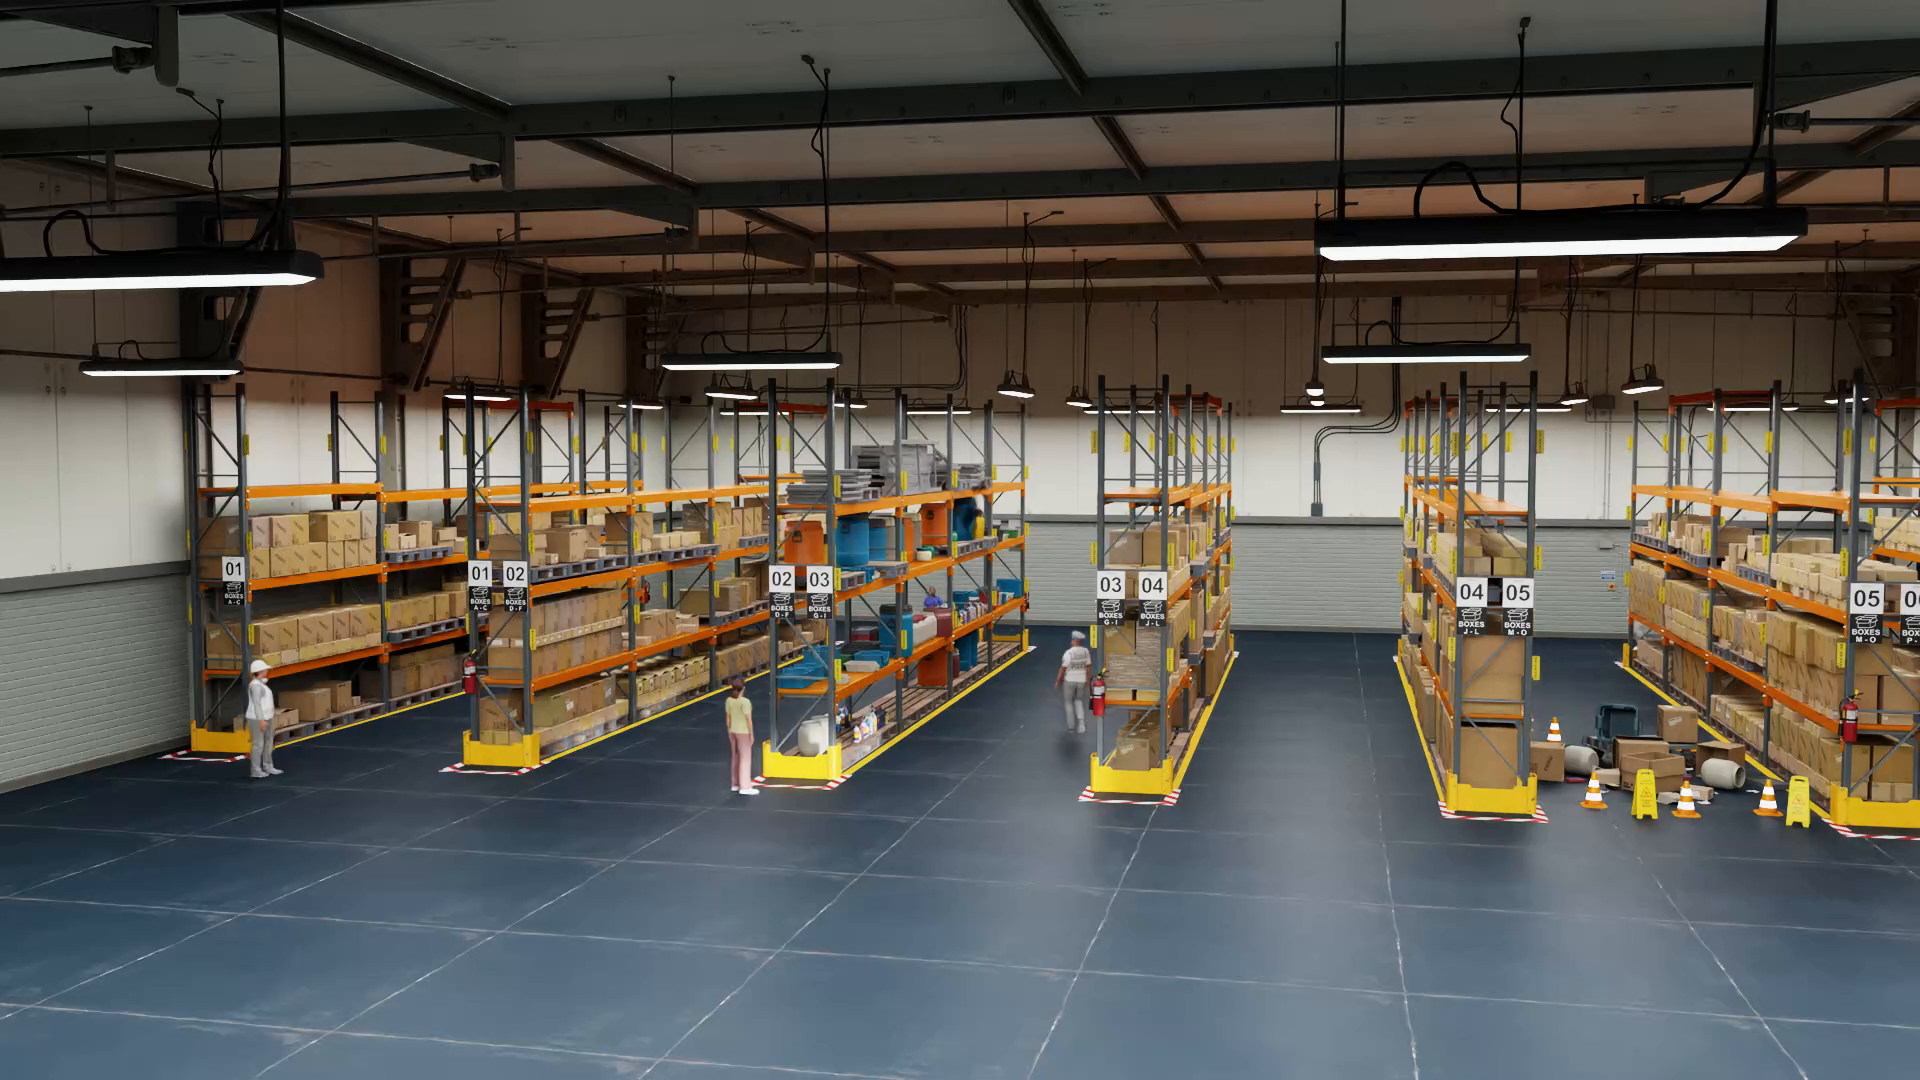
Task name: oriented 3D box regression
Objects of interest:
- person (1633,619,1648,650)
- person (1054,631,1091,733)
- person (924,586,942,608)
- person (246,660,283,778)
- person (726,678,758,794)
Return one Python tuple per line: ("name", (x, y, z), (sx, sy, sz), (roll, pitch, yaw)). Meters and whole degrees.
("person", (16.450, 1.847, 40.296), (0.462, 1.661, 0.442), (0, 3, -3))
("person", (1.970, 2.465, 28.837), (0.653, 1.791, 0.463), (-1, 4, -24))
("person", (-0.671, 1.910, 39.830), (0.543, 1.600, 0.975), (1, 3, 16))
("person", (-10.514, 2.690, 25.041), (0.416, 1.777, 0.578), (0, 3, 0))
("person", (-3.128, 2.809, 23.892), (0.427, 1.684, 0.473), (-2, 4, -37))
